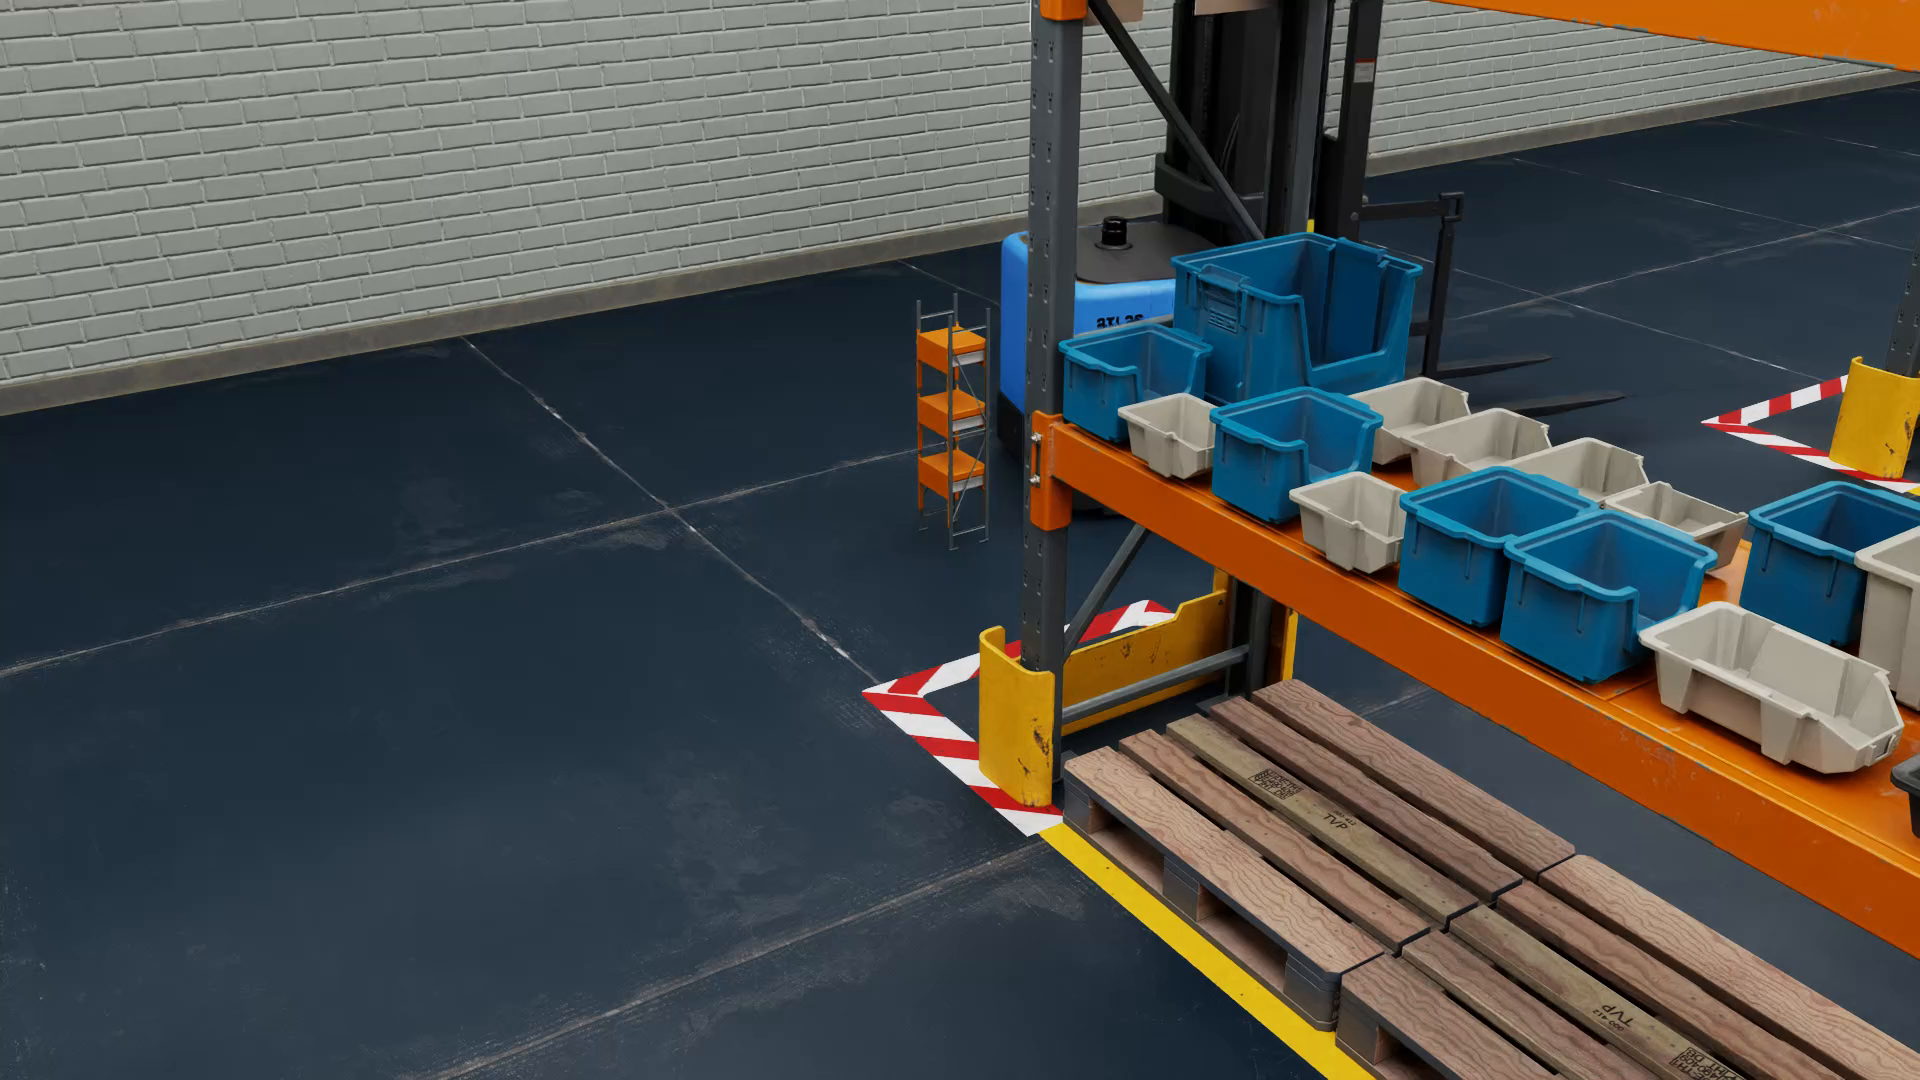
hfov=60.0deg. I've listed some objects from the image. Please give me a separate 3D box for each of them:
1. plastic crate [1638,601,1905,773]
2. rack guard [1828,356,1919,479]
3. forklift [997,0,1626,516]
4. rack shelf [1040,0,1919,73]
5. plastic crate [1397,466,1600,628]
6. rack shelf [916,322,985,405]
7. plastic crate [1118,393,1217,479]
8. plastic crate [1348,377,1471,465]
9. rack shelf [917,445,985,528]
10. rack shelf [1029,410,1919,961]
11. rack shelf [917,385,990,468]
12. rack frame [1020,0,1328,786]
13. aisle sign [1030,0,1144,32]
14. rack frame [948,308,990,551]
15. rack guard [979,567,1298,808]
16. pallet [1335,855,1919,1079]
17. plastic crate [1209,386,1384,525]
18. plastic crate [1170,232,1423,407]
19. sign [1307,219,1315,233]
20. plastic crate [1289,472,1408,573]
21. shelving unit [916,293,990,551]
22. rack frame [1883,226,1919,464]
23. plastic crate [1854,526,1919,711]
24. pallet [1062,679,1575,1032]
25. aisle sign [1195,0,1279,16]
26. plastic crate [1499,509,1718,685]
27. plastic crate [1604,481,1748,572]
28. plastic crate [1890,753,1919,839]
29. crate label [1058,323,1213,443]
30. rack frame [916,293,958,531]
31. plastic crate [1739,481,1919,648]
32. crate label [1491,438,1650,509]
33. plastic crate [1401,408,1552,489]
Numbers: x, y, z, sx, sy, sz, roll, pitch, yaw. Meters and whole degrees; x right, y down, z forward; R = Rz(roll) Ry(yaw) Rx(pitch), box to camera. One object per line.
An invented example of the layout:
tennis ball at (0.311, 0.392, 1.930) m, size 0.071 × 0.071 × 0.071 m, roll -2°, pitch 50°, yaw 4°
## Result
plastic crate at (1.627, 0.304, 3.331) m, size 0.293 × 0.136 × 0.466 m, roll -16°, pitch 29°, yaw -30°
rack guard at (4.783, -0.699, 8.144) m, size 1.175 × 0.500 × 0.348 m, roll -16°, pitch 29°, yaw -30°
forklift at (1.757, -1.783, 7.593) m, size 3.031 × 2.935 × 1.130 m, roll -7°, pitch 26°, yaw -15°
rack shelf at (1.738, -0.982, 3.145) m, size 1.077 × 0.370 × 4.000 m, roll -16°, pitch 29°, yaw -30°
plastic crate at (1.224, 0.018, 3.823) m, size 0.416 × 0.233 × 0.300 m, roll -16°, pitch 29°, yaw -30°
rack shelf at (-0.029, -0.741, 6.950) m, size 0.215 × 0.259 × 0.240 m, roll -16°, pitch 29°, yaw -30°
plastic crate at (0.611, -0.275, 4.557) m, size 0.250 × 0.136 × 0.298 m, roll -16°, pitch 29°, yaw -30°
plastic crate at (1.243, -0.325, 4.662) m, size 0.396 × 0.136 × 0.243 m, roll -16°, pitch 29°, yaw -30°
rack shelf at (-0.029, -0.233, 7.190) m, size 0.215 × 0.259 × 0.240 m, roll -16°, pitch 29°, yaw -30°
rack shelf at (1.738, 0.375, 3.786) m, size 1.077 × 0.370 × 4.000 m, roll -16°, pitch 29°, yaw -30°
rack shelf at (-0.029, -0.484, 7.071) m, size 0.215 × 0.259 × 0.240 m, roll -16°, pitch 29°, yaw -30°
rack frame at (0.646, -0.666, 5.147) m, size 1.000 × 3.000 × 0.127 m, roll -16°, pitch 29°, yaw -30°
aisle sign at (0.358, -1.798, 4.500) m, size 0.394 × 0.787 × 0.004 m, roll -16°, pitch 29°, yaw -30°
rack frame at (0.037, -0.450, 6.974) m, size 0.200 × 1.050 × 0.008 m, roll -16°, pitch 29°, yaw -30°
rack guard at (0.622, 0.459, 5.693) m, size 1.175 × 0.500 × 0.348 m, roll -16°, pitch 29°, yaw -30°
pallet at (1.725, 1.335, 4.175) m, size 1.003 × 0.211 × 1.213 m, roll -16°, pitch 29°, yaw -30°
plastic crate at (0.864, -0.217, 4.322) m, size 0.416 × 0.233 × 0.300 m, roll -16°, pitch 29°, yaw -30°
plastic crate at (0.985, -0.633, 4.965) m, size 0.616 × 0.435 × 0.499 m, roll -16°, pitch 29°, yaw -30°
sign at (1.098, -0.874, 5.396) m, size 0.100 × 0.325 × 0.005 m, roll -16°, pitch 29°, yaw -30°
plastic crate at (0.981, -0.032, 4.043) m, size 0.250 × 0.136 × 0.298 m, roll -16°, pitch 29°, yaw -30°
shelving unit at (-0.029, -0.494, 7.066) m, size 0.215 × 1.050 × 0.252 m, roll -16°, pitch 29°, yaw -30°
rack frame at (4.796, -1.820, 7.592) m, size 1.000 × 3.000 × 0.127 m, roll -16°, pitch 29°, yaw -30°
plastic crate at (2.150, 0.202, 3.377) m, size 0.437 × 0.282 × 0.530 m, roll -16°, pitch 29°, yaw -30°
pallet at (1.064, 0.899, 5.099) m, size 1.003 × 0.211 × 1.213 m, roll -16°, pitch 29°, yaw -30°
aisle sign at (0.852, -1.936, 4.792) m, size 0.394 × 0.787 × 0.004 m, roll -16°, pitch 29°, yaw -30°
plastic crate at (1.387, 0.126, 3.596) m, size 0.416 × 0.233 × 0.300 m, roll -16°, pitch 29°, yaw -30°
plastic crate at (1.739, -0.022, 4.022) m, size 0.298 × 0.136 × 0.250 m, roll -16°, pitch 29°, yaw -30°
plastic crate at (1.993, 0.524, 2.878) m, size 0.437 × 0.125 × 0.590 m, roll -16°, pitch 29°, yaw -30°
crate label at (0.505, -0.453, 4.821) m, size 0.416 × 0.233 × 0.303 m, roll -16°, pitch 29°, yaw -30°
rack frame at (-0.096, -0.538, 7.159) m, size 0.200 × 1.050 × 0.008 m, roll -16°, pitch 29°, yaw -30°
plastic crate at (1.982, 0.057, 3.741) m, size 0.416 × 0.233 × 0.300 m, roll -16°, pitch 29°, yaw -30°
crate label at (1.561, -0.124, 4.237) m, size 0.396 × 0.136 × 0.243 m, roll -16°, pitch 29°, yaw -30°
plastic crate at (1.389, -0.218, 4.436) m, size 0.396 × 0.136 × 0.243 m, roll -16°, pitch 29°, yaw -30°
